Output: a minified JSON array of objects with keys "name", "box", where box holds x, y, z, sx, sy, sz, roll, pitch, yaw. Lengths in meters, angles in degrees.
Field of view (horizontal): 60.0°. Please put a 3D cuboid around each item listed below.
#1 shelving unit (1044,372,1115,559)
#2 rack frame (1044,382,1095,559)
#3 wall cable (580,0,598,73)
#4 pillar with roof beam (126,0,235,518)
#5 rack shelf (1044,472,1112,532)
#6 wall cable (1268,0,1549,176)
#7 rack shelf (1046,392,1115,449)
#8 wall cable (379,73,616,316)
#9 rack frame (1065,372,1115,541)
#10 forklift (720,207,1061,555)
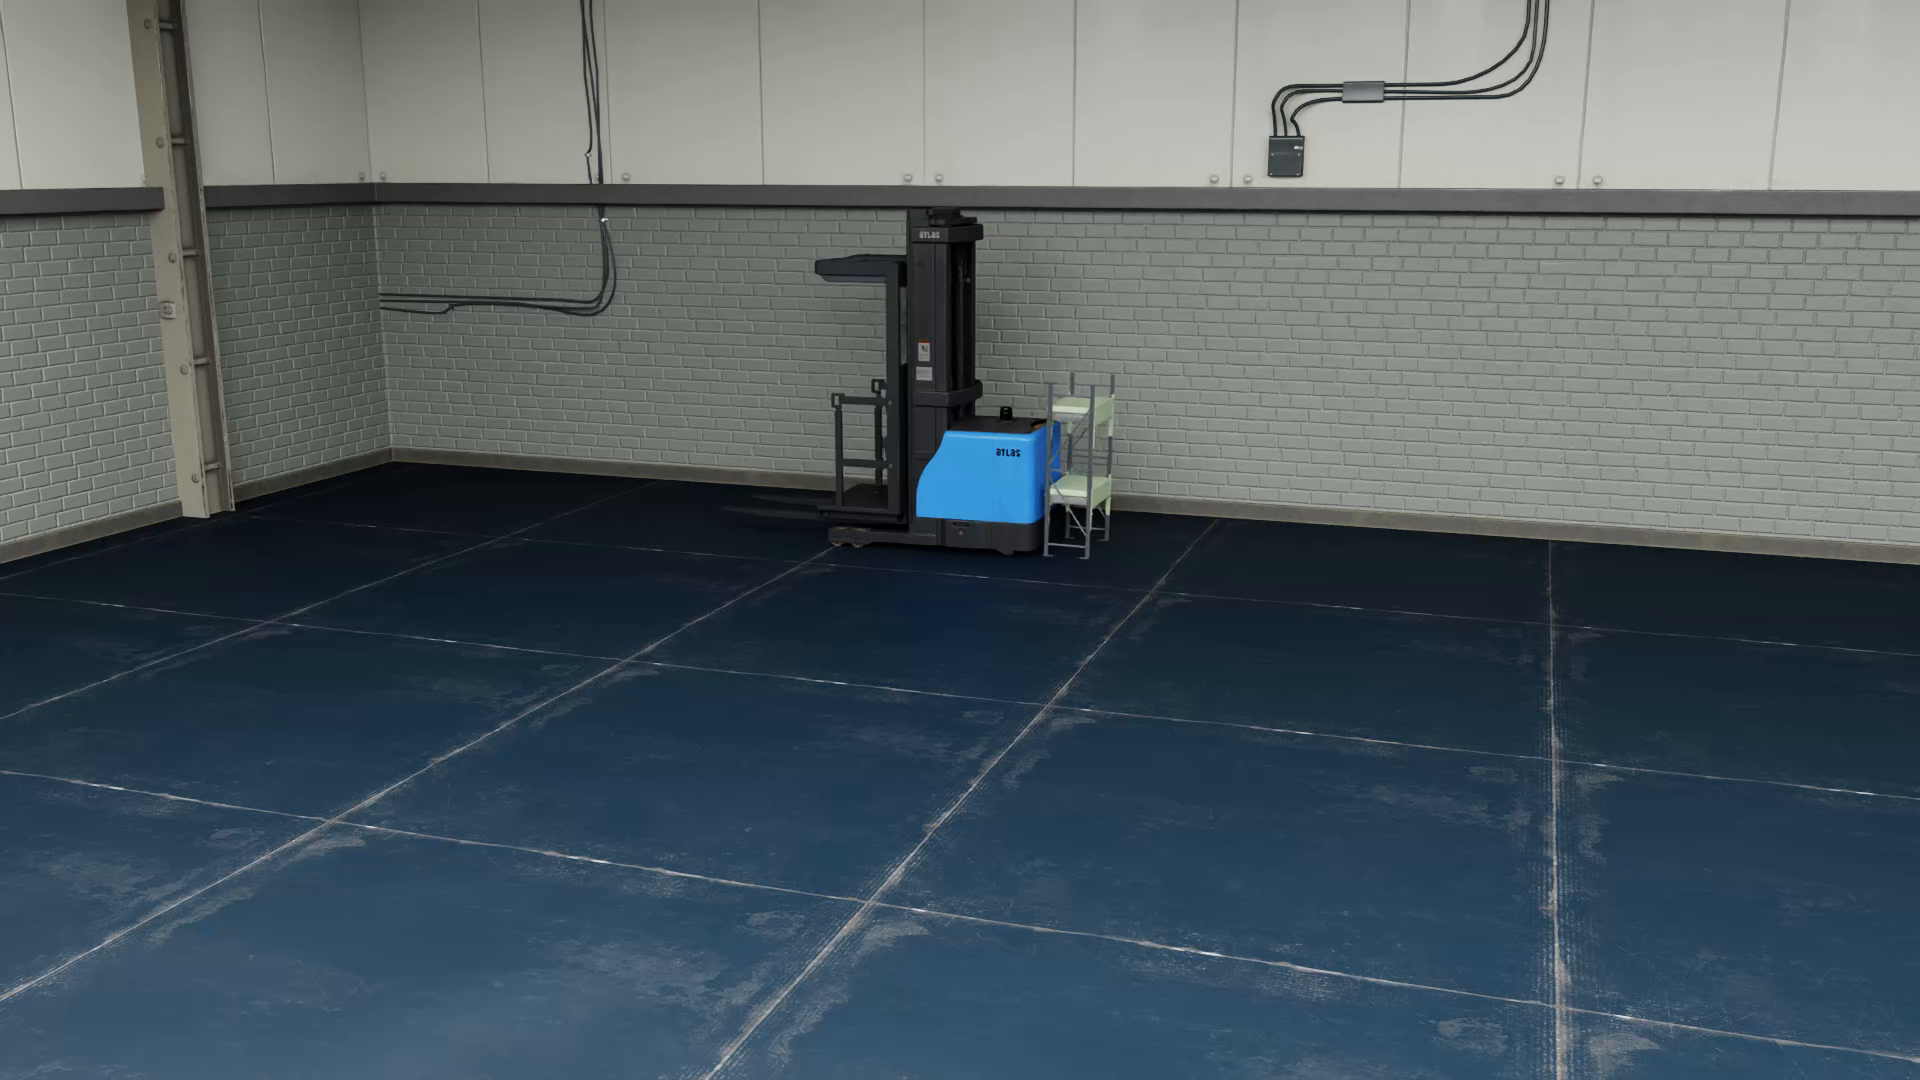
[{"name":"shelving unit","box":[1.042,-0.661,14.496,0.431,1.500,0.755,5,14,17]},{"name":"rack frame","box":[0.928,-0.583,14.157,0.400,1.500,0.023,5,14,17]},{"name":"wall cable","box":[-2.532,-5.929,16.370,3.097,2.526,0.112,4,14,18]},{"name":"pillar with roof beam","box":[-3.223,-4.340,13.781,9.100,9.000,0.400,4,14,18]},{"name":"rack shelf","box":[1.038,-0.343,14.570,0.431,0.370,0.720,5,14,17]},{"name":"wall cable","box":[3.886,-6.146,14.052,2.305,6.003,0.169,4,14,18]},{"name":"rack shelf","box":[1.048,-1.041,14.407,0.431,0.370,0.720,5,14,17]},{"name":"wall cable","box":[-5.092,-3.661,17.785,3.097,2.526,0.112,4,14,18]},{"name":"rack frame","box":[1.156,-0.738,14.835,0.400,1.500,0.023,5,14,17]},{"name":"forklift","box":[-0.658,-1.469,14.836,3.031,2.935,1.130,4,13,17]}]
